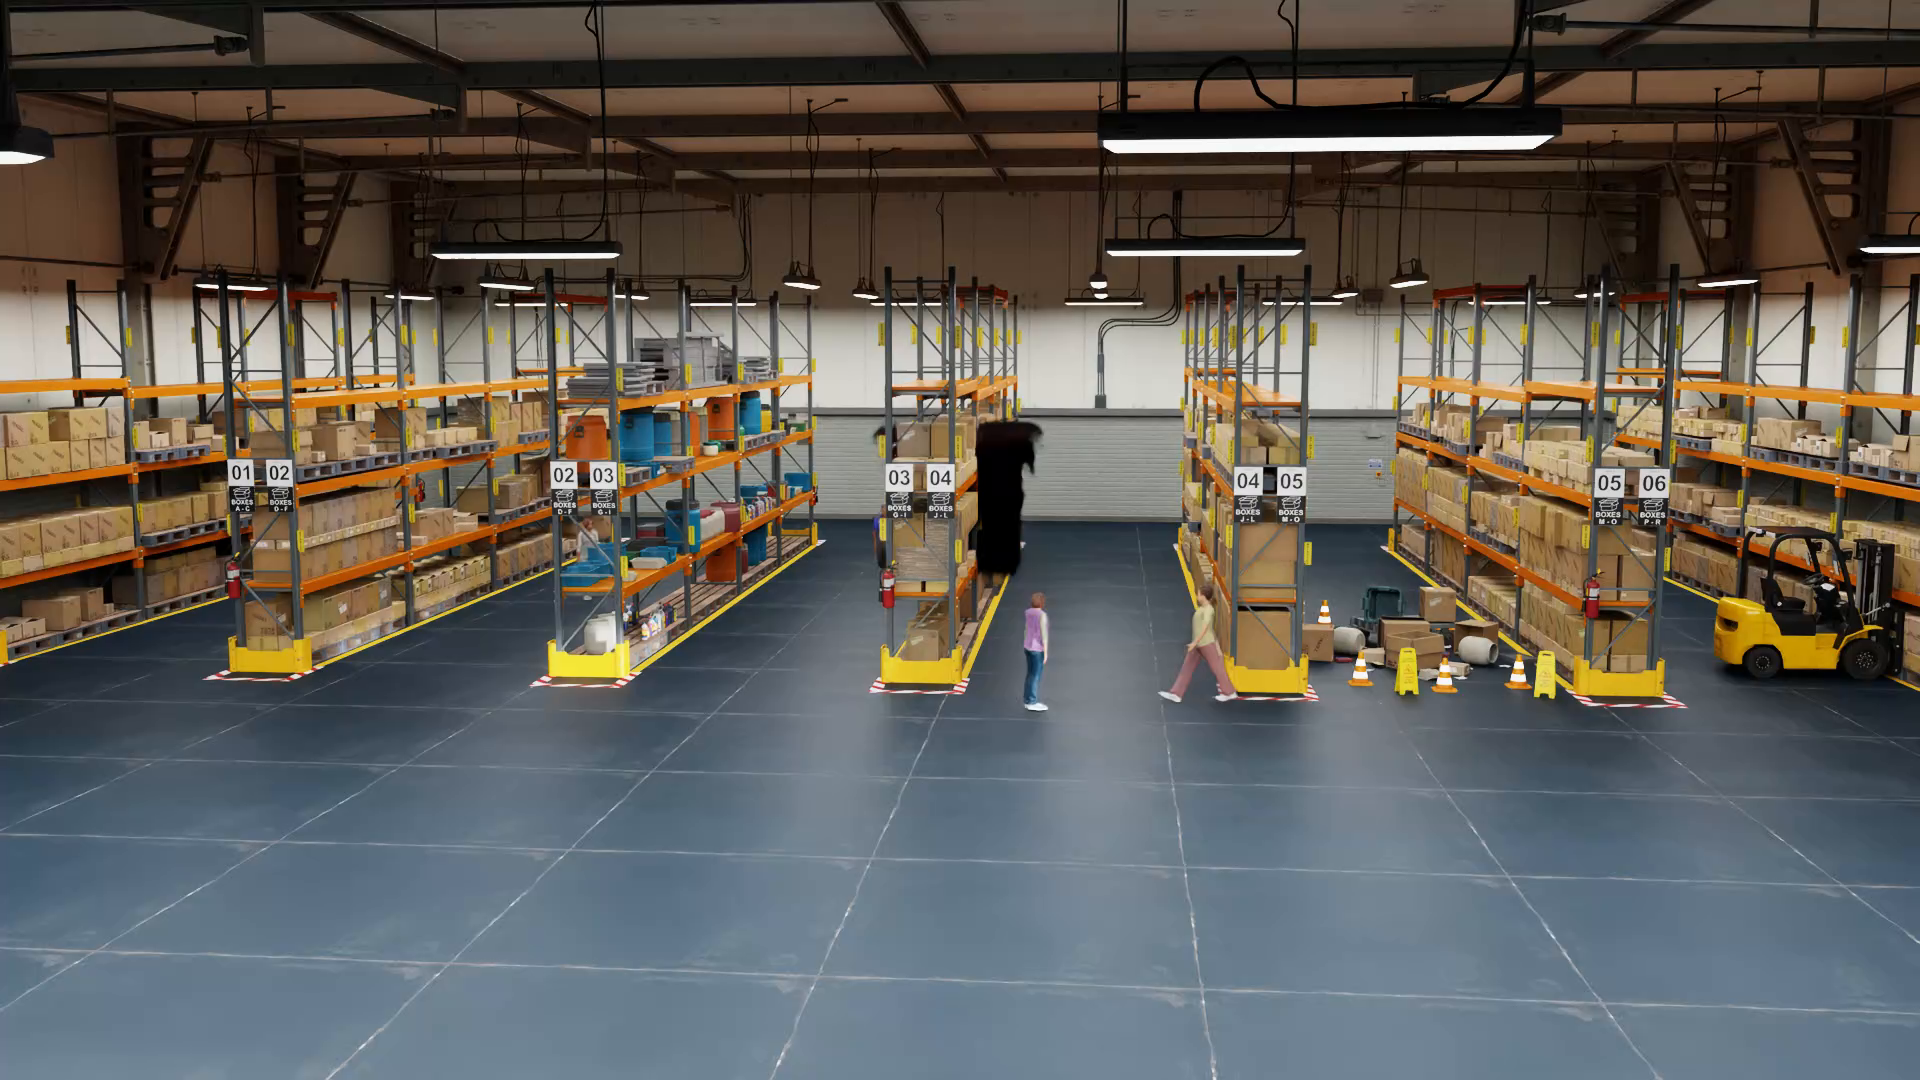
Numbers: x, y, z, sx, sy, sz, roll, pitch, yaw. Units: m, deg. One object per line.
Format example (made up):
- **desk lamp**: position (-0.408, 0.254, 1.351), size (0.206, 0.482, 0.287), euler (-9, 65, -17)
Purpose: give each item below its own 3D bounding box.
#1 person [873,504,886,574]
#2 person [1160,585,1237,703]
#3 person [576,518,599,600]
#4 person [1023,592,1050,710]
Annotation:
- **person**: position (-1.514, -0.016, 33.422), size (0.451, 1.444, 0.928), euler (1, 7, 9)
- **person**: position (3.293, 1.426, 22.792), size (1.030, 1.611, 0.468), euler (-2, 7, -14)
- **person**: position (-7.114, 0.346, 31.873), size (0.437, 1.561, 0.703), euler (0, 7, 0)
- **person**: position (1.036, 1.499, 22.394), size (0.329, 1.608, 0.491), euler (-4, 8, -33)
